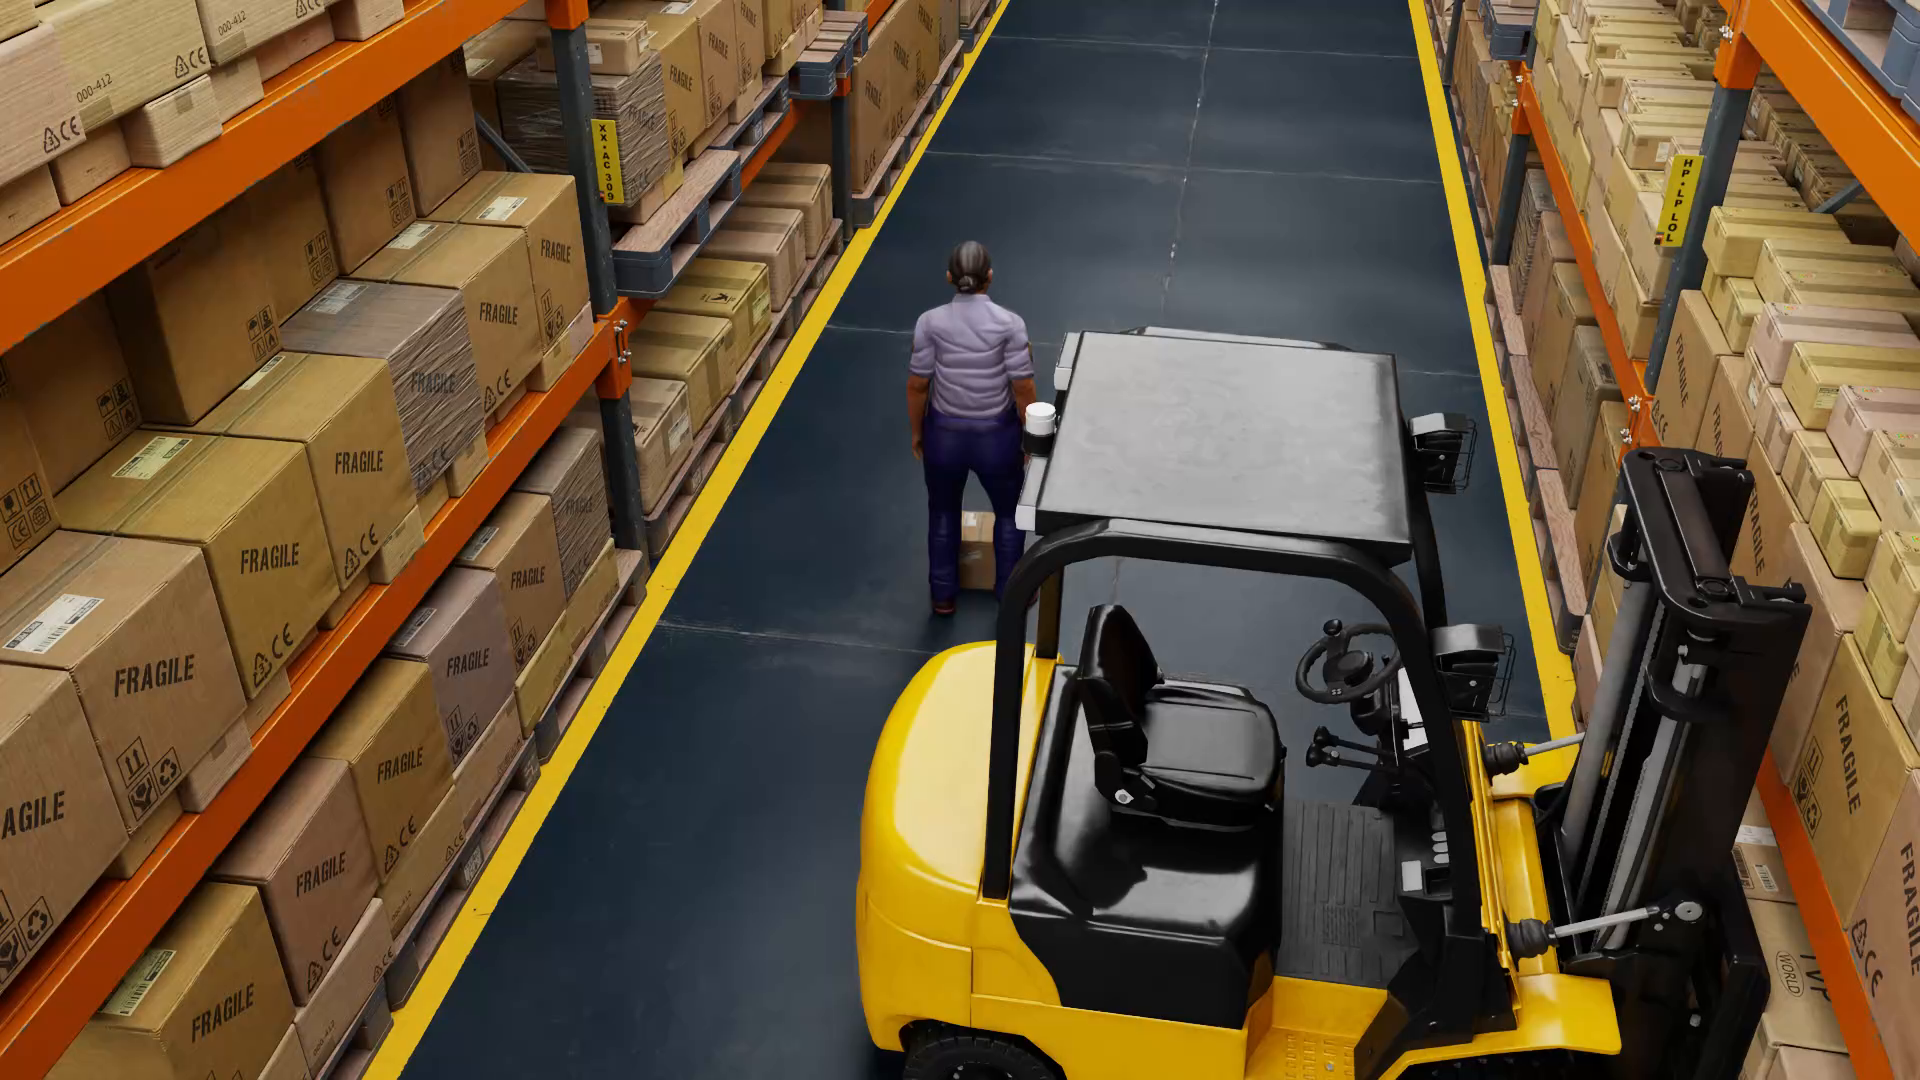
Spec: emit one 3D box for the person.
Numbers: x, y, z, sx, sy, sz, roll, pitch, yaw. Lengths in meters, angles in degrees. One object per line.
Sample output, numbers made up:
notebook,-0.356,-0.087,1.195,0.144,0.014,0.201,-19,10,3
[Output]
person,0.063,-0.415,6.795,0.549,1.650,0.370,4,33,6
